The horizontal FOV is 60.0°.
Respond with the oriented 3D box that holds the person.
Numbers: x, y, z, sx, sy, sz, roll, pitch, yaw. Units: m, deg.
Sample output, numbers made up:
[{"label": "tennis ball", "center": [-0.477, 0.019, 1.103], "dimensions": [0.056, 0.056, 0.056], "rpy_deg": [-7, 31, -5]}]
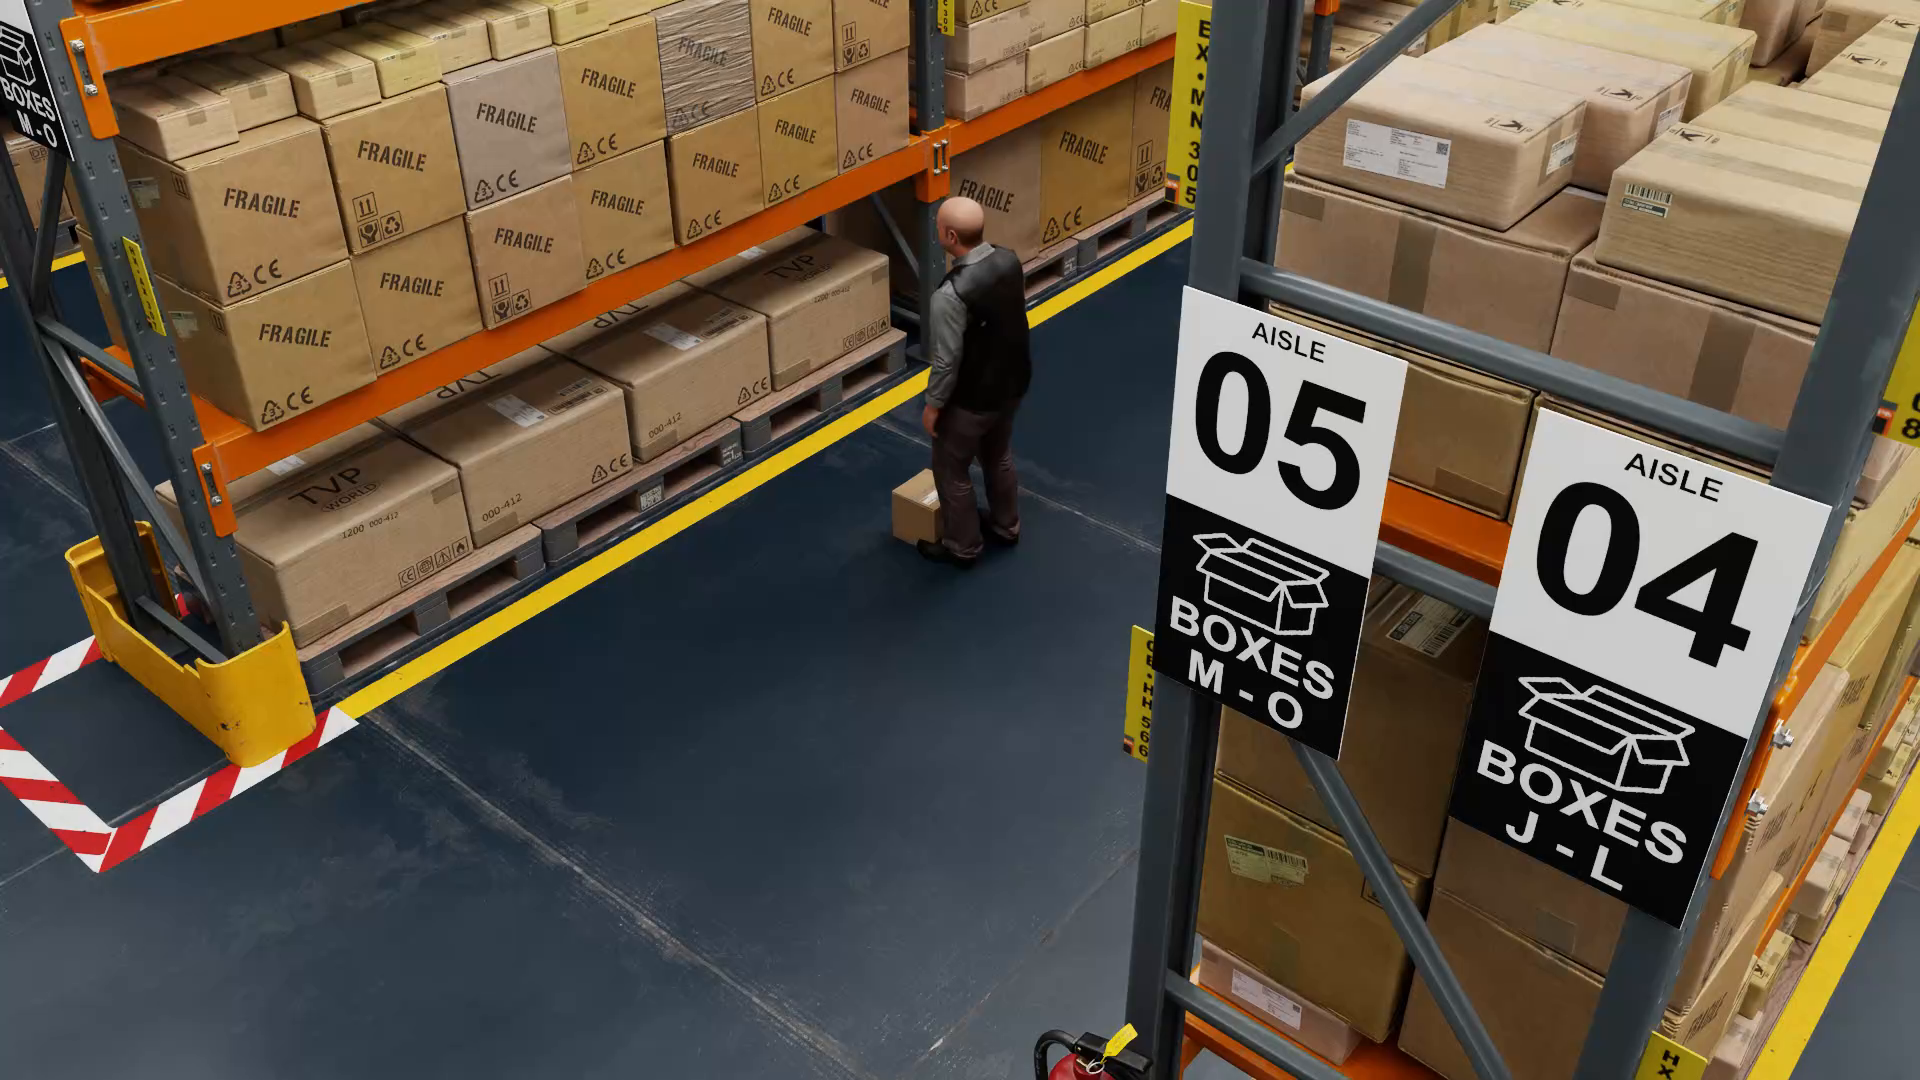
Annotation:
[{"label": "person", "center": [0.058, -0.642, 7.089], "dimensions": [0.465, 1.722, 0.591], "rpy_deg": [24, 41, 30]}]
